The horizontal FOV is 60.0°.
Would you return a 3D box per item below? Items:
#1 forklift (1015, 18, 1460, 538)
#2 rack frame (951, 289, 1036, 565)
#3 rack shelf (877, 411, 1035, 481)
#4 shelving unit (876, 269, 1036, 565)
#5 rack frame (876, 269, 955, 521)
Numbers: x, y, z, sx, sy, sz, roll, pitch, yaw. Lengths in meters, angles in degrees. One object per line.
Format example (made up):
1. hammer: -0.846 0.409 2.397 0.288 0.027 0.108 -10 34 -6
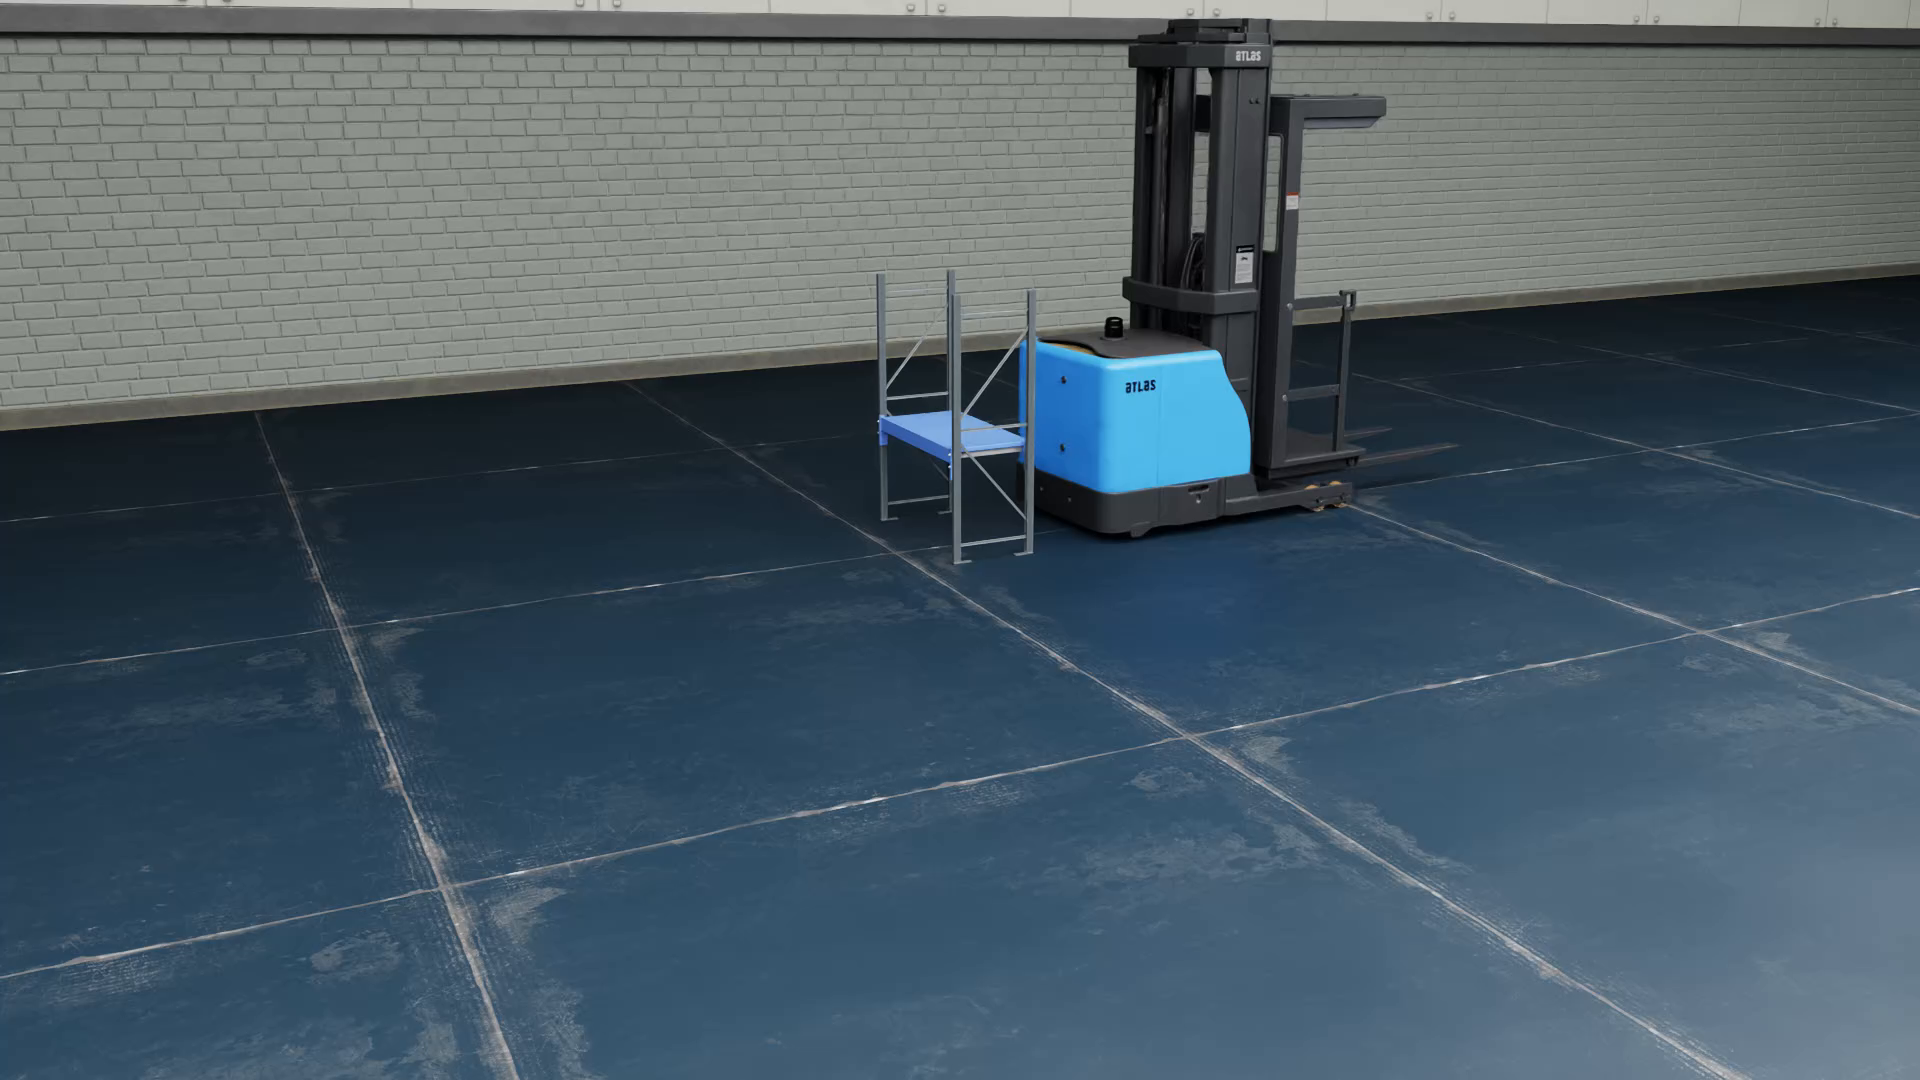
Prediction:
1. forklift: 1.880 -1.700 10.360 3.031 2.935 1.130 -9 18 -29
2. rack frame: 0.185 -0.616 9.178 0.500 1.500 0.032 -8 18 -25
3. rack shelf: -0.037 -0.569 9.667 0.538 0.185 1.000 -8 18 -25
4. shelving unit: -0.037 -0.742 9.617 0.538 1.500 1.048 -8 18 -25
5. rack frame: -0.260 -0.868 10.057 0.500 1.500 0.032 -8 18 -25
